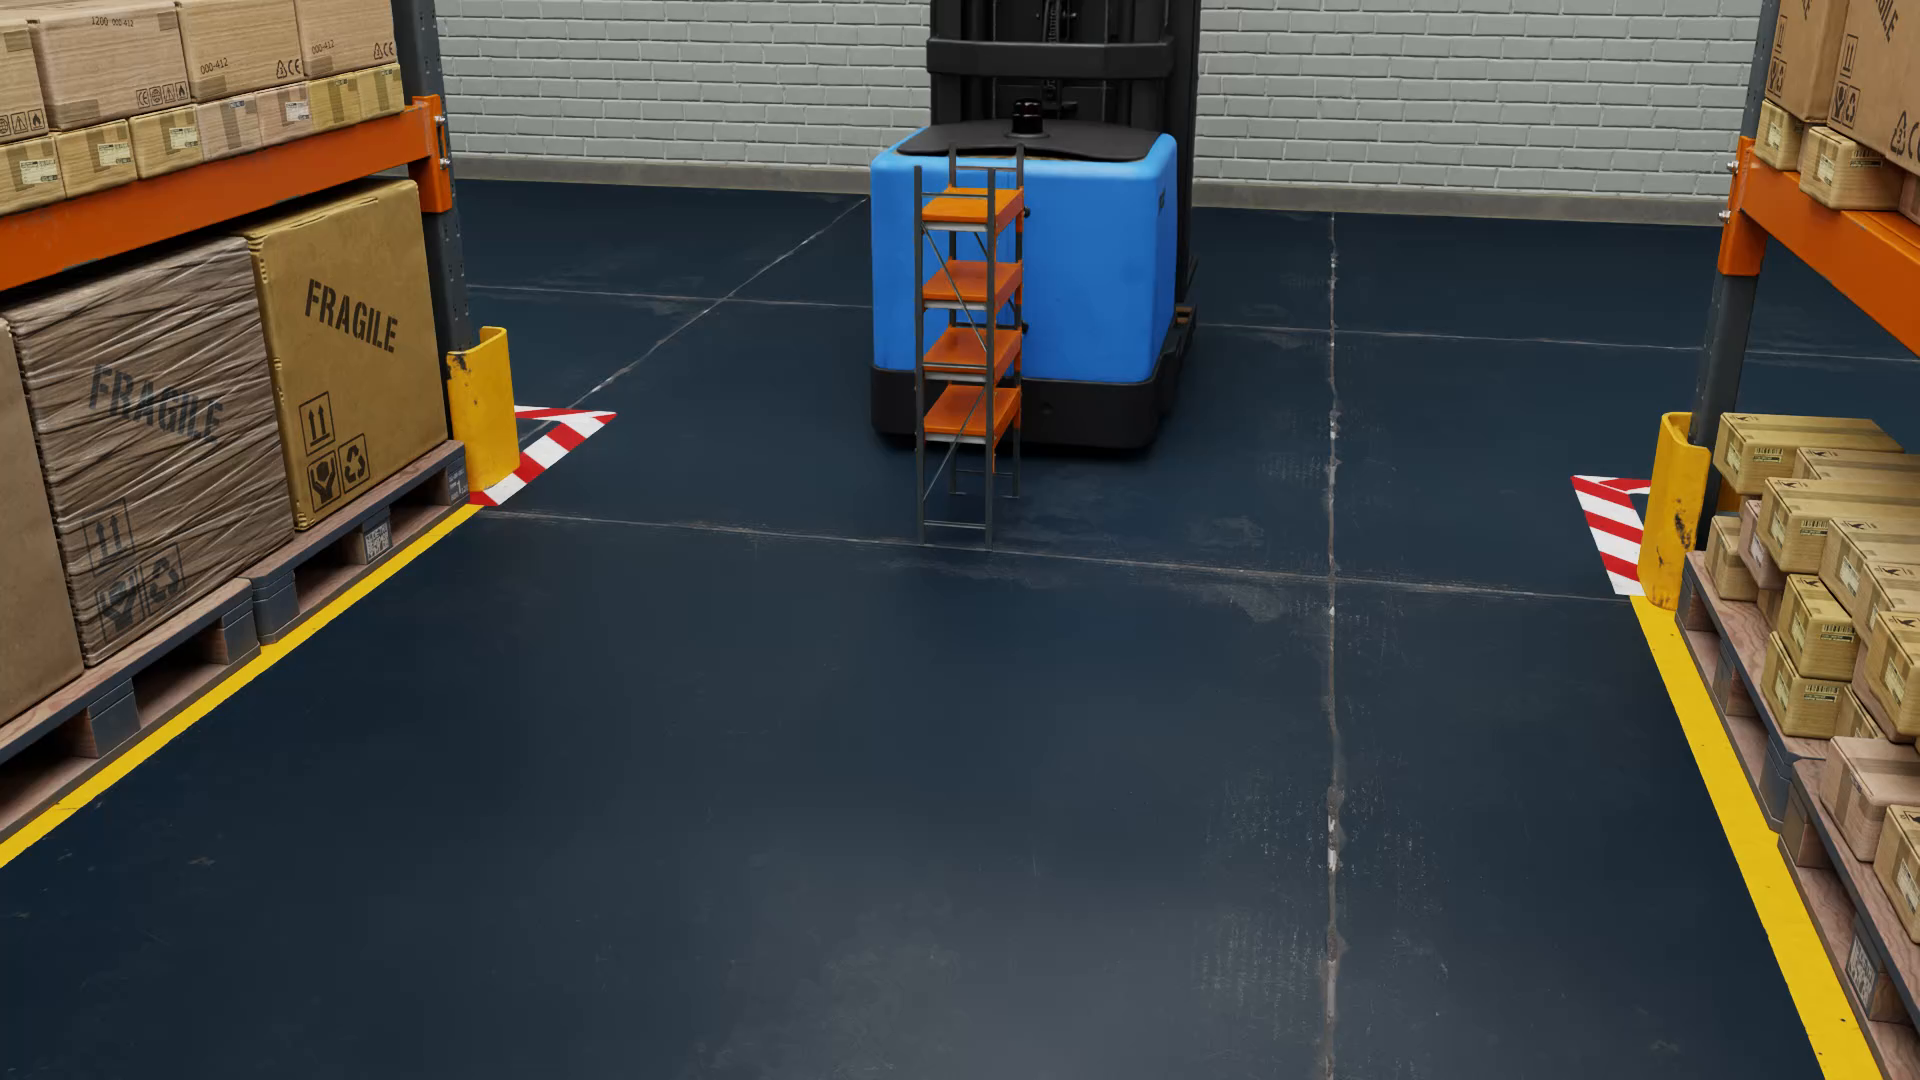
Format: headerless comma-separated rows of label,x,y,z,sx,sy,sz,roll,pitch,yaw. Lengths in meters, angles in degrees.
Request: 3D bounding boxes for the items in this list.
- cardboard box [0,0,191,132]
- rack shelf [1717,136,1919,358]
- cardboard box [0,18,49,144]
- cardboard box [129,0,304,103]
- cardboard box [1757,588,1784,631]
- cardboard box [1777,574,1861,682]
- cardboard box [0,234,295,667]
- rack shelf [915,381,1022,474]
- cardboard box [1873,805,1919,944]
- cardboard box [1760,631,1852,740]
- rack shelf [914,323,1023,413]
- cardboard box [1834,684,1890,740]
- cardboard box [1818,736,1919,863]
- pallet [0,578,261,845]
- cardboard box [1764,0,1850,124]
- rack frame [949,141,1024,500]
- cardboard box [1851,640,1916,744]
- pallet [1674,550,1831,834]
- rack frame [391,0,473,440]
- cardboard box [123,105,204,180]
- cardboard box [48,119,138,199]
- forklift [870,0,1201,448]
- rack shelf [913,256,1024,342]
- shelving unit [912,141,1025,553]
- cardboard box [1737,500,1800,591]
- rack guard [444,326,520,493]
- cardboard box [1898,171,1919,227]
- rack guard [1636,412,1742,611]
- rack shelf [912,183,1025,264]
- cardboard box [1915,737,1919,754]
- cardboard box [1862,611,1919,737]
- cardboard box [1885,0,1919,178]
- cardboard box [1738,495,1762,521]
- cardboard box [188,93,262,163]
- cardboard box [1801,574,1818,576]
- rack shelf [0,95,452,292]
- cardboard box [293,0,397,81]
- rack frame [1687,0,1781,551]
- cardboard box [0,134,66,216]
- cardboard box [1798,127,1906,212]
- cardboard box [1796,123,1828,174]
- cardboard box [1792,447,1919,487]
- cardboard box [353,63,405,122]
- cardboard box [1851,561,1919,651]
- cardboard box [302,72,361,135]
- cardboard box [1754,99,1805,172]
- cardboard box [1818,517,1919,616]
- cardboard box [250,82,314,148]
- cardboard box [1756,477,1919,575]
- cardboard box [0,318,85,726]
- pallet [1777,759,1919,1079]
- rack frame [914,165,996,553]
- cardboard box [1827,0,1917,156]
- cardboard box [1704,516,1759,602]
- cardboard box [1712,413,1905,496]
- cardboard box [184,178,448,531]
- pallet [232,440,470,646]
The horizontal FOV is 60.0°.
cardboard box,-2.239,-1.149,3.993,0.500,0.250,0.500,4,22,9
rack shelf,2.235,-0.169,2.722,1.077,0.370,4.000,4,22,11
cardboard box,-2.341,-0.958,3.520,0.500,0.250,0.500,4,22,11
cardboard box,-2.135,-1.335,4.456,0.500,0.250,0.500,4,22,10
cardboard box,2.249,0.162,4.189,0.380,0.149,0.250,4,22,11
cardboard box,2.052,0.205,3.685,0.380,0.149,0.250,5,23,13
cardboard box,-2.430,-0.286,4.330,0.875,0.875,0.875,4,22,11
rack shelf,0.034,-0.371,5.379,0.258,0.148,0.480,4,22,11
cardboard box,1.920,0.627,3.035,0.380,0.149,0.250,4,22,11
cardboard box,2.046,0.339,3.751,0.380,0.149,0.250,5,22,12
rack shelf,0.034,-0.555,5.305,0.258,0.148,0.480,4,22,11
cardboard box,2.087,0.439,3.501,0.380,0.149,0.250,5,22,11
cardboard box,1.951,0.524,3.291,0.380,0.149,0.250,3,22,8
pallet,-2.530,0.387,4.109,1.003,0.211,1.213,4,22,11
cardboard box,2.281,-1.276,3.974,0.500,0.500,0.500,6,23,13
rack frame,0.084,-0.706,5.501,0.240,1.200,0.015,4,22,11
cardboard box,2.090,0.309,3.426,0.380,0.149,0.250,3,22,8
pallet,2.427,0.381,4.124,1.003,0.211,1.213,4,22,11
rack frame,-2.192,-1.649,5.434,1.000,3.000,0.127,4,22,11
cardboard box,-2.149,-1.004,4.167,0.380,0.149,0.250,4,22,10
cardboard box,-2.202,-0.909,3.932,0.380,0.149,0.250,5,22,11
forklift,0.470,-2.208,6.911,1.130,2.935,3.031,4,22,11
rack shelf,0.034,-0.762,5.221,0.258,0.148,0.480,4,22,11
shelving unit,0.034,-0.617,5.280,0.258,1.200,0.503,4,22,11
cardboard box,2.173,0.023,4.137,0.380,0.149,0.250,4,22,11
rack guard,-2.187,-0.499,5.923,1.175,0.500,0.348,4,22,11
cardboard box,2.218,-0.729,3.484,0.380,0.149,0.250,6,23,13
rack guard,2.627,-0.047,4.801,1.175,0.500,0.348,4,22,11
rack shelf,0.034,-0.982,5.133,0.258,0.148,0.480,4,22,11
cardboard box,2.076,0.412,3.172,0.380,0.149,0.250,6,23,14
cardboard box,1.954,0.266,3.136,0.380,0.149,0.250,5,22,12
cardboard box,2.084,-0.900,3.040,0.500,0.500,0.500,5,22,12
cardboard box,2.285,-0.073,4.375,0.380,0.149,0.250,5,23,13
cardboard box,-2.098,-1.099,4.403,0.380,0.149,0.250,5,22,12
cardboard box,2.210,0.119,3.898,0.380,0.149,0.250,5,22,12
rack shelf,-2.600,-0.584,3.752,1.077,0.370,4.000,4,22,11
cardboard box,-2.031,-1.520,4.916,0.500,0.250,0.500,4,22,10
rack frame,2.643,-1.234,4.403,1.000,3.000,0.127,4,22,11
cardboard box,-2.255,-0.819,3.707,0.380,0.149,0.250,5,22,12
cardboard box,2.137,-0.834,3.745,0.380,0.149,0.250,4,22,9
cardboard box,2.244,-0.928,3.979,0.380,0.149,0.250,5,23,13
cardboard box,2.265,-0.107,4.062,0.380,0.149,0.250,5,22,12
cardboard box,-1.942,-1.378,5.095,0.380,0.149,0.250,5,22,12
cardboard box,2.053,0.173,3.366,0.380,0.149,0.250,5,23,13
cardboard box,-1.994,-1.282,4.859,0.380,0.149,0.250,5,22,11
cardboard box,2.256,-1.024,4.218,0.380,0.149,0.250,4,22,10
cardboard box,2.118,0.072,3.616,0.380,0.149,0.250,3,22,8
cardboard box,-2.046,-1.190,4.630,0.380,0.149,0.250,5,22,11
cardboard box,2.088,-0.025,3.857,0.380,0.149,0.250,4,22,11
cardboard box,-2.612,0.040,3.521,0.875,0.875,0.875,4,22,11
pallet,2.176,0.826,3.020,1.003,0.211,1.213,4,22,11
rack frame,-0.016,-0.528,5.058,0.240,1.200,0.015,4,22,11
cardboard box,2.196,-1.078,3.483,0.500,0.500,0.500,5,22,11
cardboard box,2.223,0.060,4.442,0.380,0.149,0.250,5,22,12
cardboard box,2.203,-0.217,4.335,0.380,0.149,0.250,3,22,8
cardboard box,-2.244,-0.618,5.156,0.875,0.875,0.875,4,22,11
pallet,-2.279,-0.058,5.214,1.003,0.211,1.213,4,22,11
